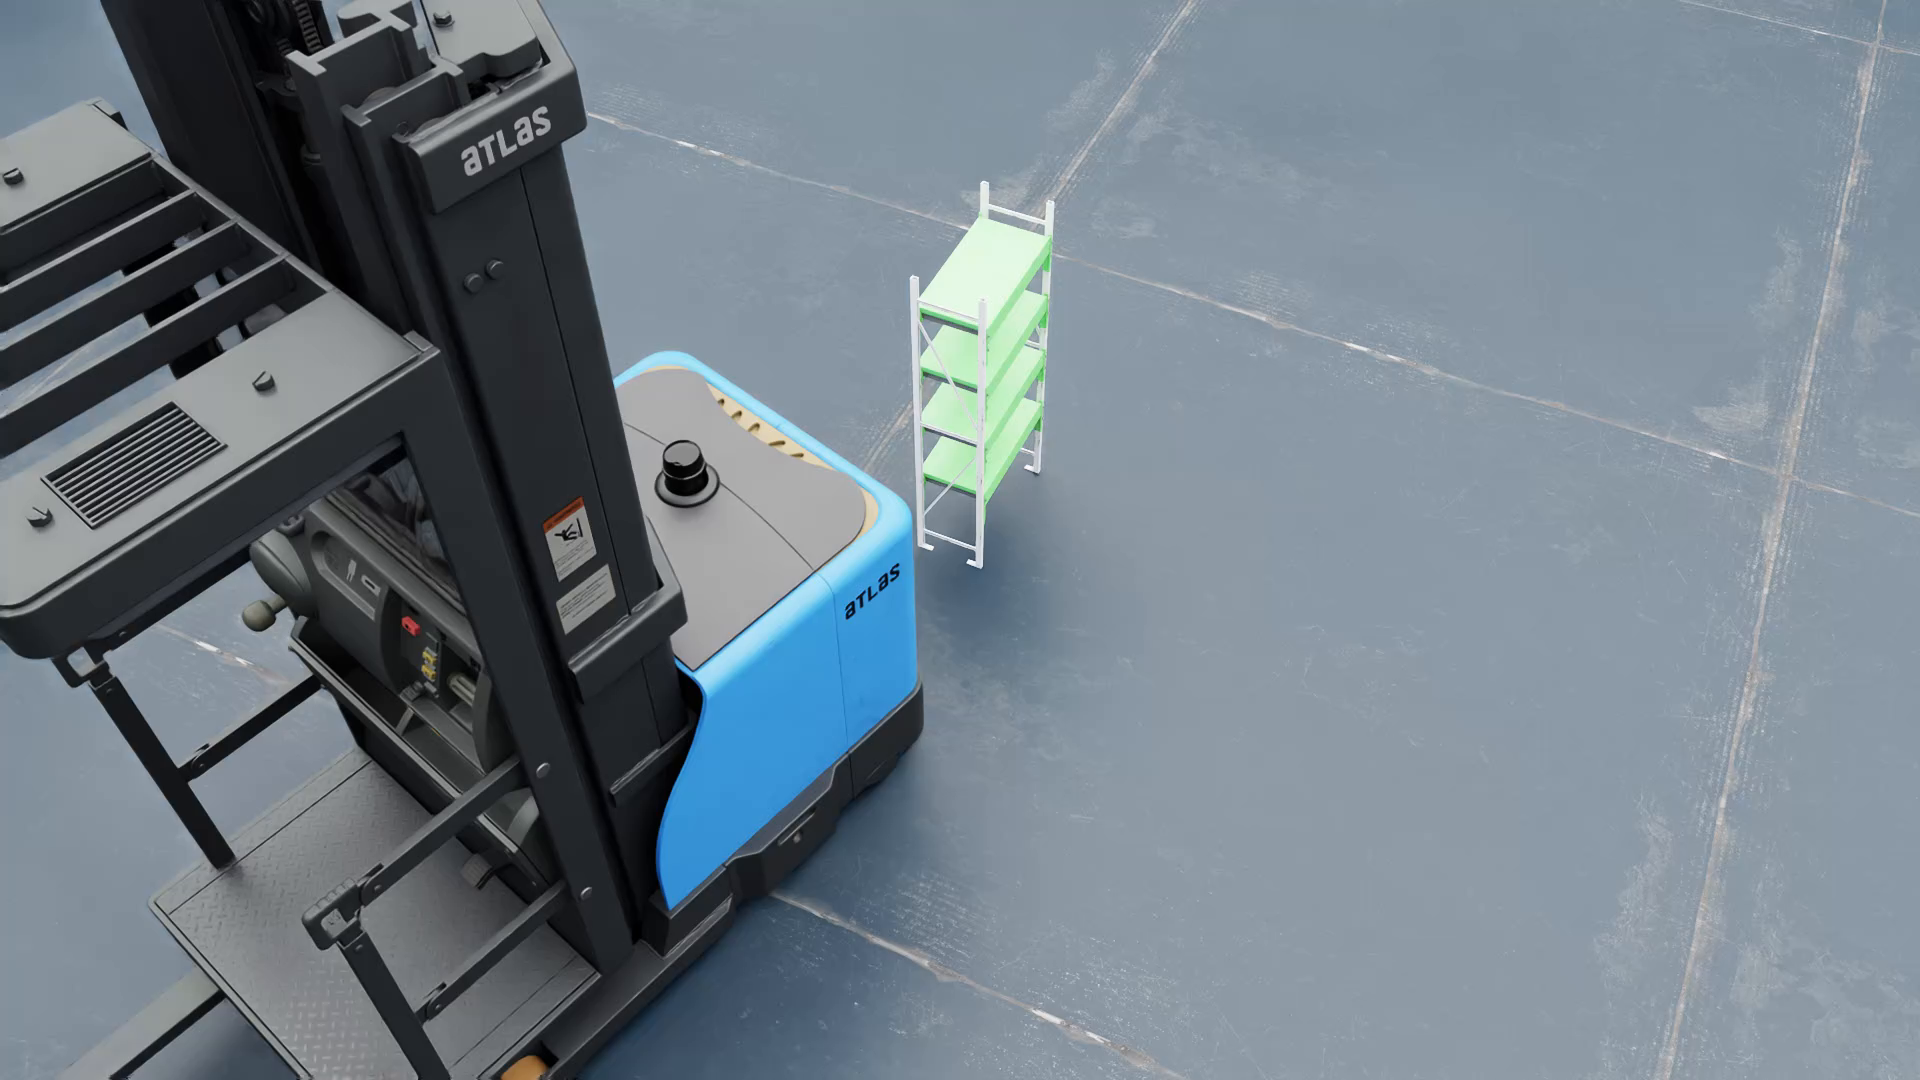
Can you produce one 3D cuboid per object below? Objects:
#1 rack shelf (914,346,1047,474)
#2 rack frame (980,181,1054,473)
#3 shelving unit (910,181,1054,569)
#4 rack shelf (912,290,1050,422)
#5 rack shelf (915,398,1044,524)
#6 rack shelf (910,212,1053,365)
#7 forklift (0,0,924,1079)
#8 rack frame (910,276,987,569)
[{"bbox_3d":[0.071,-0.461,5.439,0.258,0.148,0.480,20,52,16],"label":"rack shelf"},{"bbox_3d":[0.175,-0.671,5.533,0.240,1.200,0.015,20,52,16],"label":"rack frame"},{"bbox_3d":[0.071,-0.503,5.390,0.258,1.200,0.503,20,52,16],"label":"shelving unit"},{"bbox_3d":[0.071,-0.617,5.256,0.258,0.148,0.480,20,52,16],"label":"rack shelf"},{"bbox_3d":[0.071,-0.306,5.621,0.258,0.148,0.480,20,52,16],"label":"rack shelf"},{"bbox_3d":[0.071,-0.772,5.073,0.258,0.148,0.480,20,52,16],"label":"rack shelf"},{"bbox_3d":[-1.467,0.253,3.610,1.130,2.935,3.031,34,58,26],"label":"forklift"},{"bbox_3d":[-0.034,-0.335,5.247,0.240,1.200,0.015,20,52,16],"label":"rack frame"}]
